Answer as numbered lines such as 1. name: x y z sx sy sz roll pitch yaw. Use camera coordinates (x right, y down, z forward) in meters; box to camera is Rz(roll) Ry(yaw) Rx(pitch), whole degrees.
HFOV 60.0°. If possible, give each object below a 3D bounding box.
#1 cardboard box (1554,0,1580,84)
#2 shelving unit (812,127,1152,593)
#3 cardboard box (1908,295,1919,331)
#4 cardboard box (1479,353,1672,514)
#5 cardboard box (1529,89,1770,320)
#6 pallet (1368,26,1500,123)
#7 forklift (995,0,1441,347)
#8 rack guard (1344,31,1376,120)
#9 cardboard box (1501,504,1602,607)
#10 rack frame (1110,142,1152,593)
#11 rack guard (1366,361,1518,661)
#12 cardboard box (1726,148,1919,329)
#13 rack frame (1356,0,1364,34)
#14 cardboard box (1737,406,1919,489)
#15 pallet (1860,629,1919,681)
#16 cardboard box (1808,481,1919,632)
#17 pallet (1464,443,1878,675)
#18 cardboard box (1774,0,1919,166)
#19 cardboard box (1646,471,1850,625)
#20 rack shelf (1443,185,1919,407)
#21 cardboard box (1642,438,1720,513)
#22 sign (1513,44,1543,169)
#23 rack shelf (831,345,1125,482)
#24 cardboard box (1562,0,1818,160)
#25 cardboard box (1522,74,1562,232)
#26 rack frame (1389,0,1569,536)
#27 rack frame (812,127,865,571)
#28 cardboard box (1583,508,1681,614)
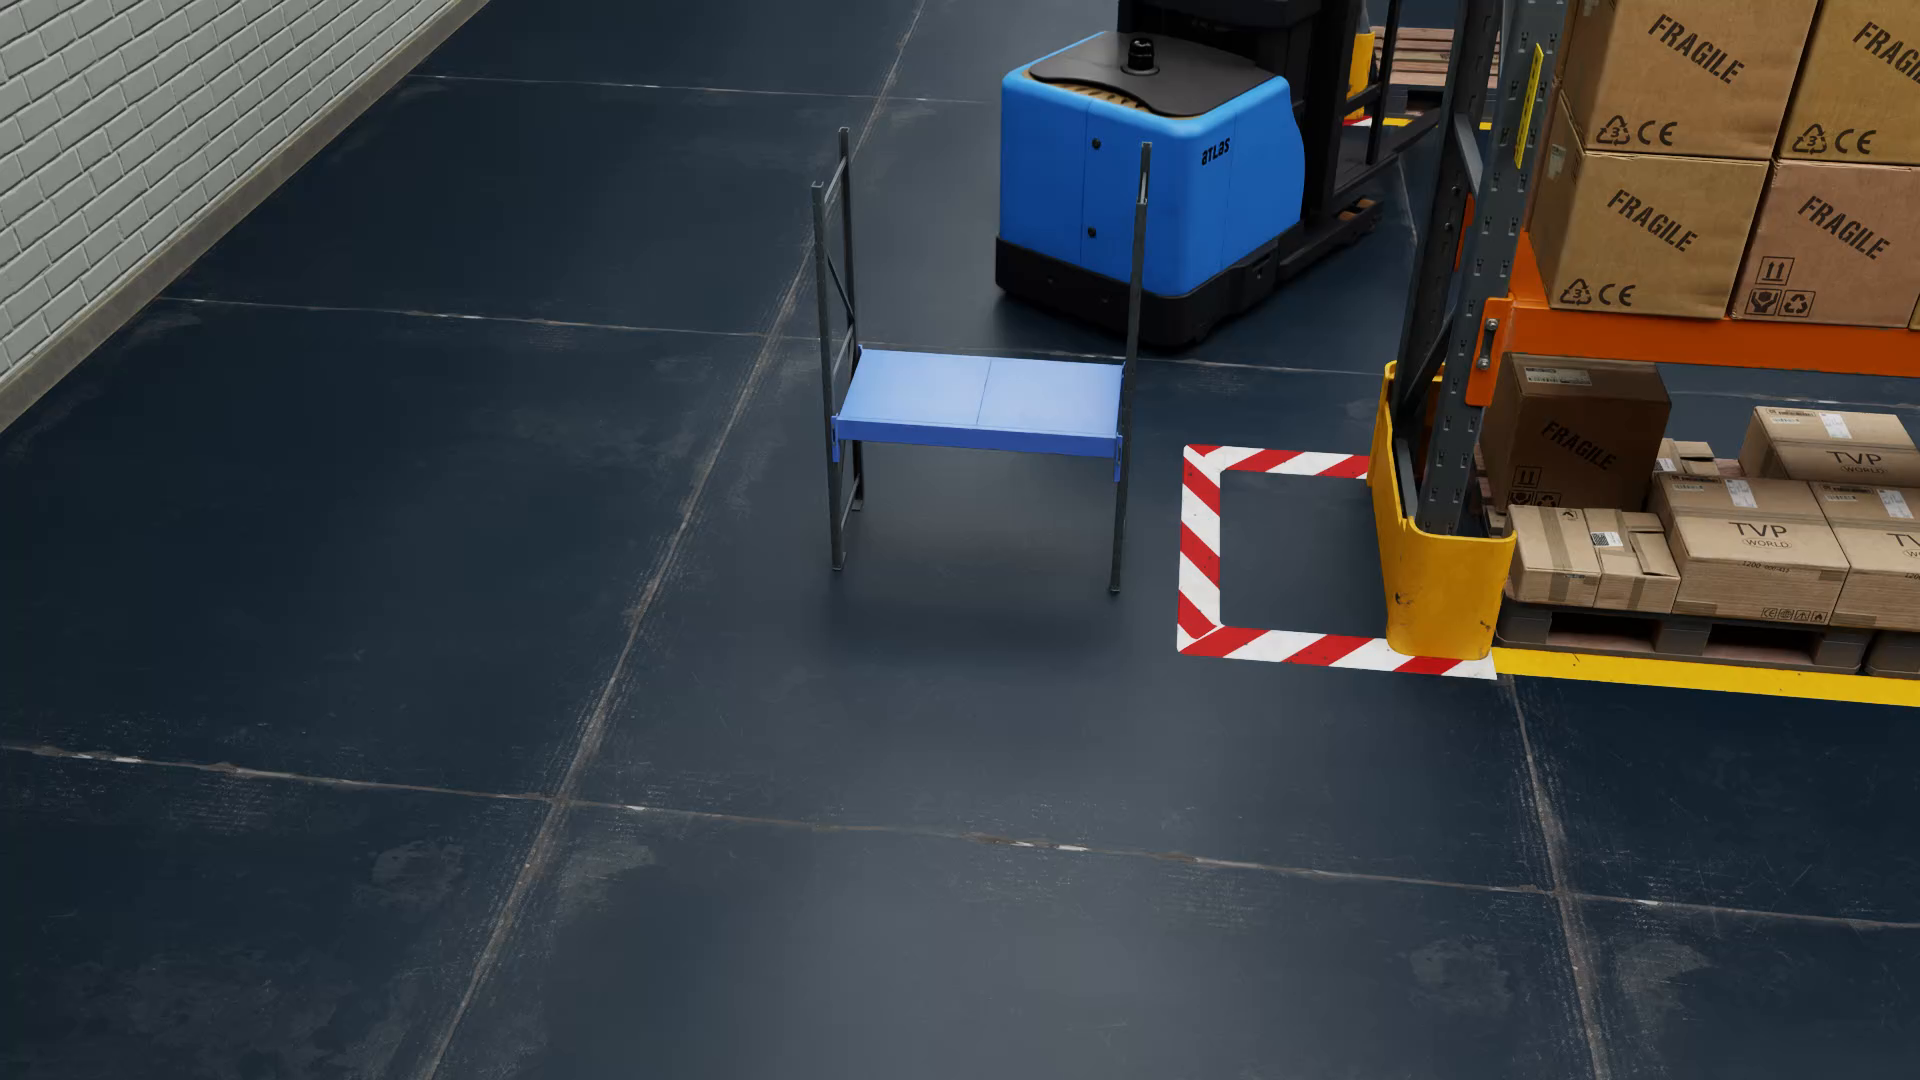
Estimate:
1. cardboard box: 2.117 -1.733 5.149 0.500 0.500 0.500 4 36 6
2. shelving unit: 0.085 -0.604 5.805 1.048 1.500 0.538 4 36 6
3. cardboard box: 3.057 -0.942 4.901 0.500 0.500 0.500 4 36 6
4. cardboard box: 2.212 -0.423 6.034 0.500 0.500 0.500 4 36 6
5. cardboard box: 2.048 -1.016 5.005 0.500 0.500 0.500 5 36 7
6. pallet: 3.089 -2.795 9.985 1.213 0.211 1.003 4 36 6
7. forklift: 1.491 -2.832 7.694 1.130 2.935 3.031 26 43 31
8. rack guard: 2.250 -2.990 10.010 0.348 0.500 1.175 4 36 6
9. cardboard box: 2.013 0.051 5.672 0.250 0.149 0.380 4 36 6
10. rack frame: 0.589 -0.567 5.753 0.032 1.500 0.500 4 36 6
11. rack guard: 1.716 -0.137 6.011 0.348 0.500 1.175 4 36 6
12. cardboard box: 2.560 -0.980 4.956 0.500 0.500 0.500 4 36 5
13. rack frame: 2.276 -4.013 9.291 0.127 3.000 1.000 4 36 6
14. cardboard box: 3.150 -0.234 5.983 0.500 0.250 0.500 4 36 6
15. pallet: 3.714 0.131 5.885 1.213 0.211 1.003 4 36 6
16. cardboard box: 3.136 0.058 5.575 0.500 0.250 0.500 4 36 6
17. pallet: 2.507 0.040 6.013 1.213 0.211 1.003 4 36 6
18. cardboard box: 2.567 -1.388 4.666 0.500 0.500 0.500 5 36 6
19. cardboard box: 2.640 0.021 5.626 0.500 0.250 0.500 4 36 6
20. rack shelf: 3.625 -0.719 5.294 4.000 0.370 1.077 4 36 6
21. cardboard box: 2.602 -0.205 6.016 0.250 0.166 0.380 4 36 6
22. sign: 1.572 -1.199 4.603 0.005 0.325 0.100 4 36 6
23. rack shelf: 0.085 -0.458 5.910 1.000 0.185 0.538 4 36 6
24. cardboard box: 2.048 -1.423 4.714 0.500 0.500 0.500 5 36 7
25. cardboard box: 2.120 -1.324 5.437 0.500 0.500 0.500 5 36 7
26. rack frame: 1.641 -1.160 5.293 0.127 3.000 1.000 4 36 6
27. rack frame: -0.420 -0.642 5.858 0.032 1.500 0.500 4 36 6
28. cardboard box: 2.260 0.062 5.641 0.250 0.166 0.380 4 36 6
